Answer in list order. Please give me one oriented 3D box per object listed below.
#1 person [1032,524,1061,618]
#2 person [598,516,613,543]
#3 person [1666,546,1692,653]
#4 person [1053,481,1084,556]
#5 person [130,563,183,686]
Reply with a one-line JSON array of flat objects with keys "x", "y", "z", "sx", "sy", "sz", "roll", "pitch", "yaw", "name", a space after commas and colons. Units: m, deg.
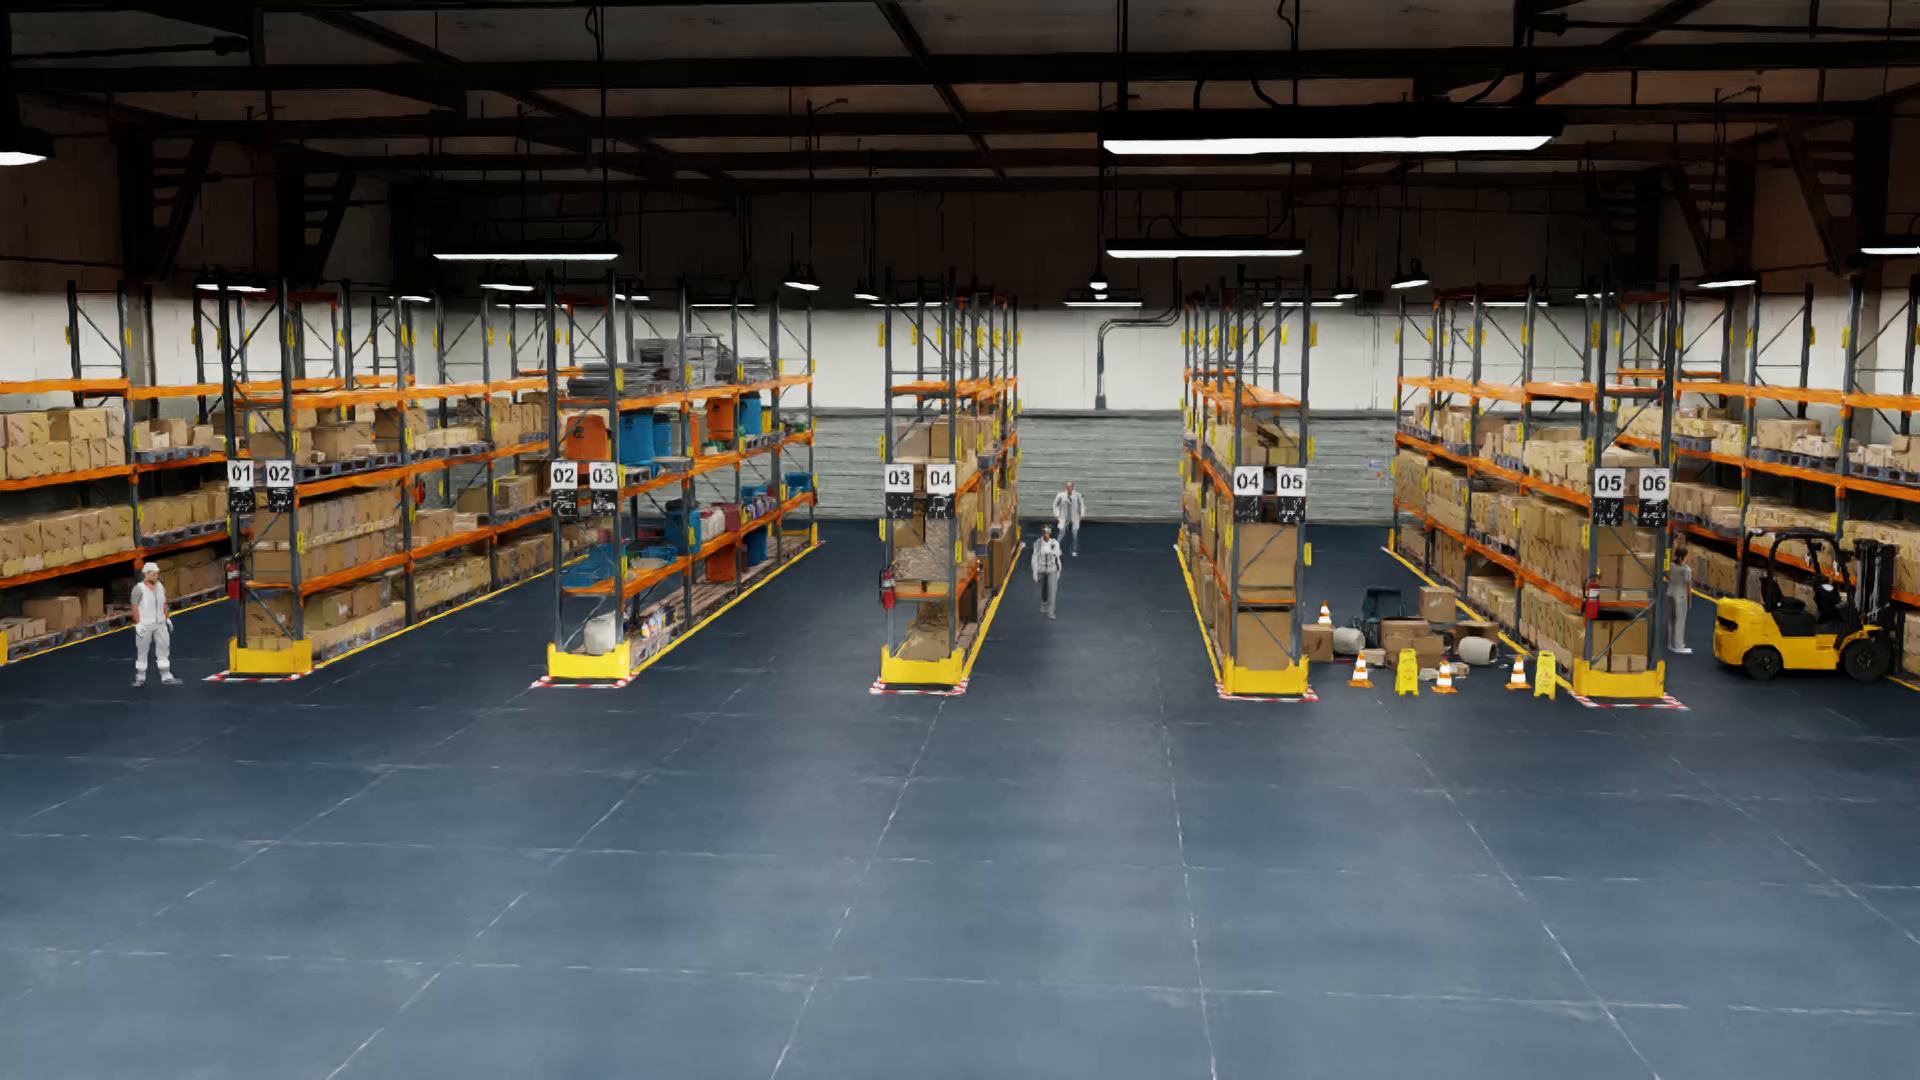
[{"x": 1.461, "y": 0.502, "z": 28.267, "sx": 0.495, "sy": 1.577, "sz": 1.091, "roll": 1, "pitch": 7, "yaw": 7, "name": "person"}, {"x": -7.818, "y": -0.272, "z": 36.898, "sx": 0.456, "sy": 1.595, "sz": 1.019, "roll": 0, "pitch": 7, "yaw": 4, "name": "person"}, {"x": 11.518, "y": 0.936, "z": 26.561, "sx": 0.454, "sy": 1.678, "sz": 0.538, "roll": -3, "pitch": 7, "yaw": -22, "name": "person"}, {"x": 2.494, "y": -0.494, "z": 38.243, "sx": 0.729, "sy": 1.733, "sz": 0.546, "roll": 0, "pitch": 7, "yaw": 3, "name": "person"}, {"x": -11.620, "y": 1.213, "z": 23.910, "sx": 0.483, "sy": 1.794, "sz": 0.633, "roll": 5, "pitch": 8, "yaw": 33, "name": "person"}]
